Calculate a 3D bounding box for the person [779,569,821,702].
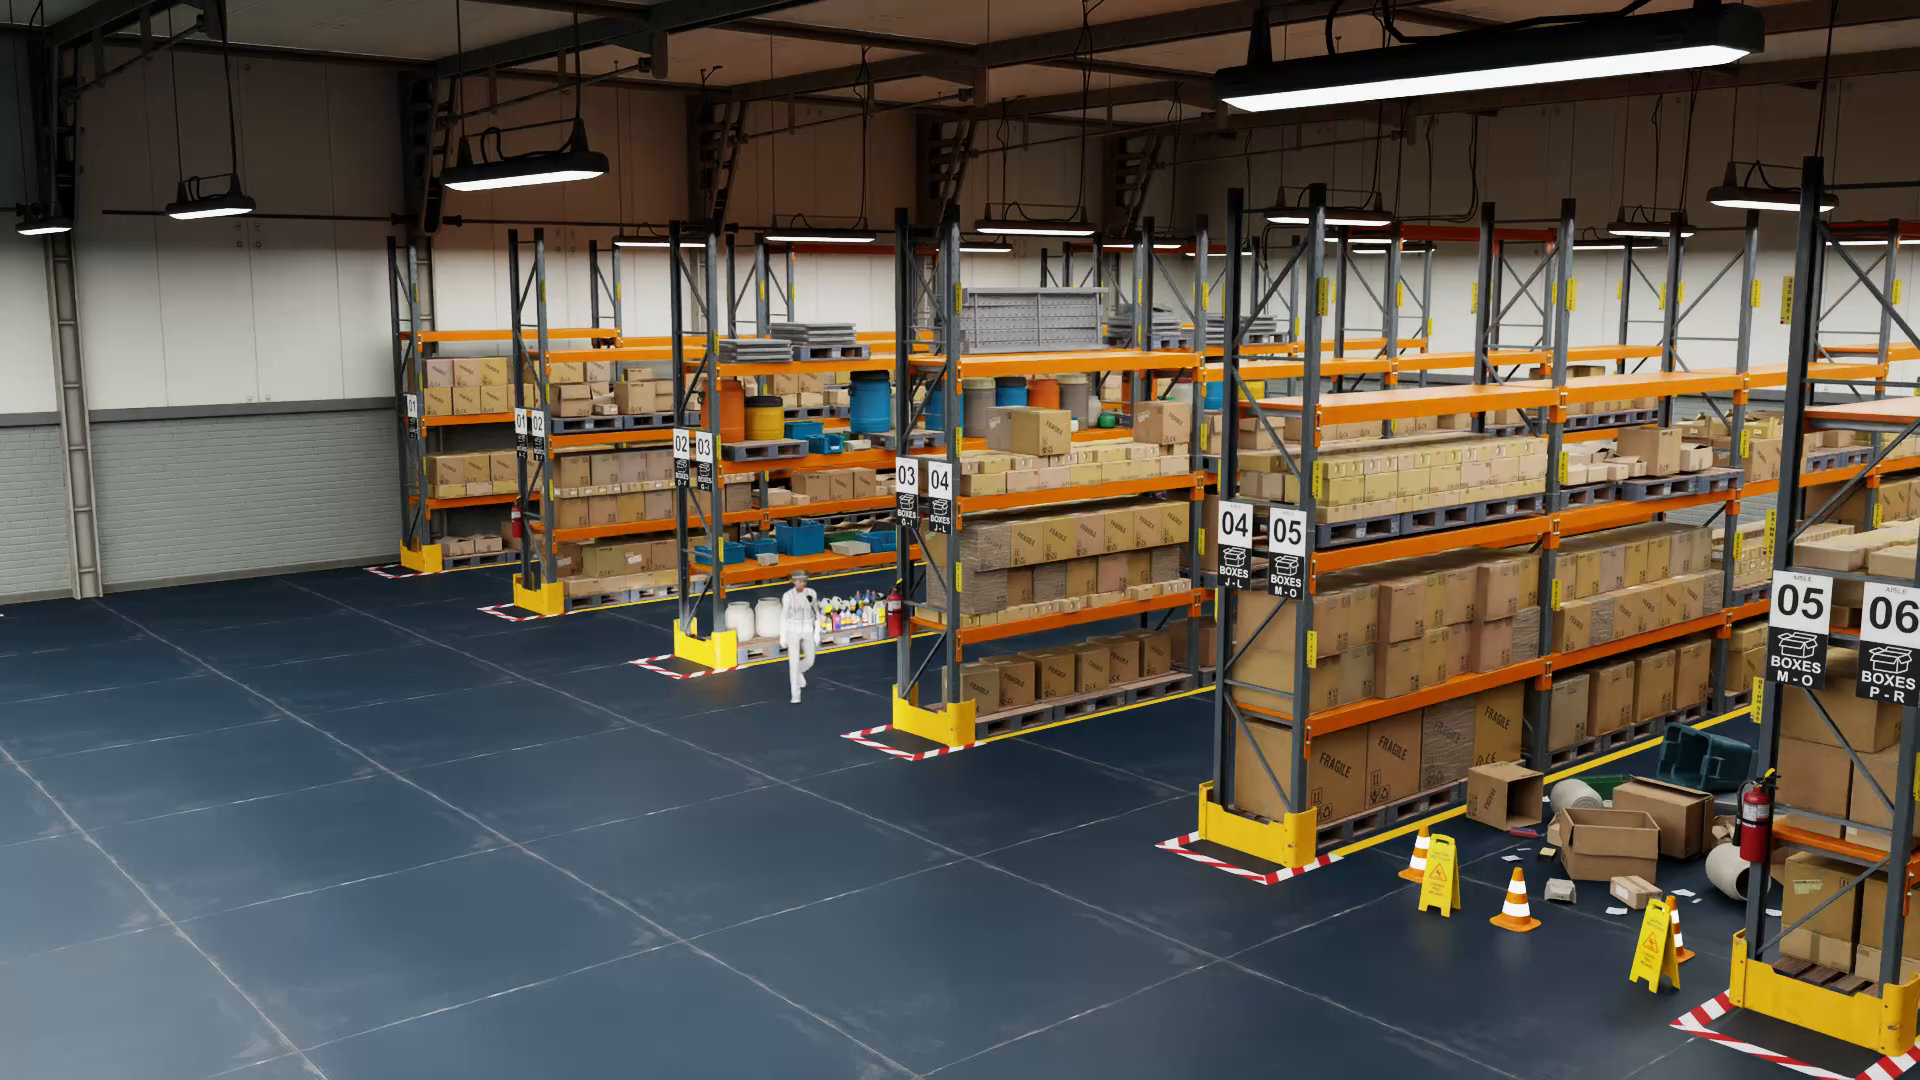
[{"bbox_3d":[-2.011,1.156,20.877,0.517,1.635,0.895,-3,9,-19],"label":"person"}]
